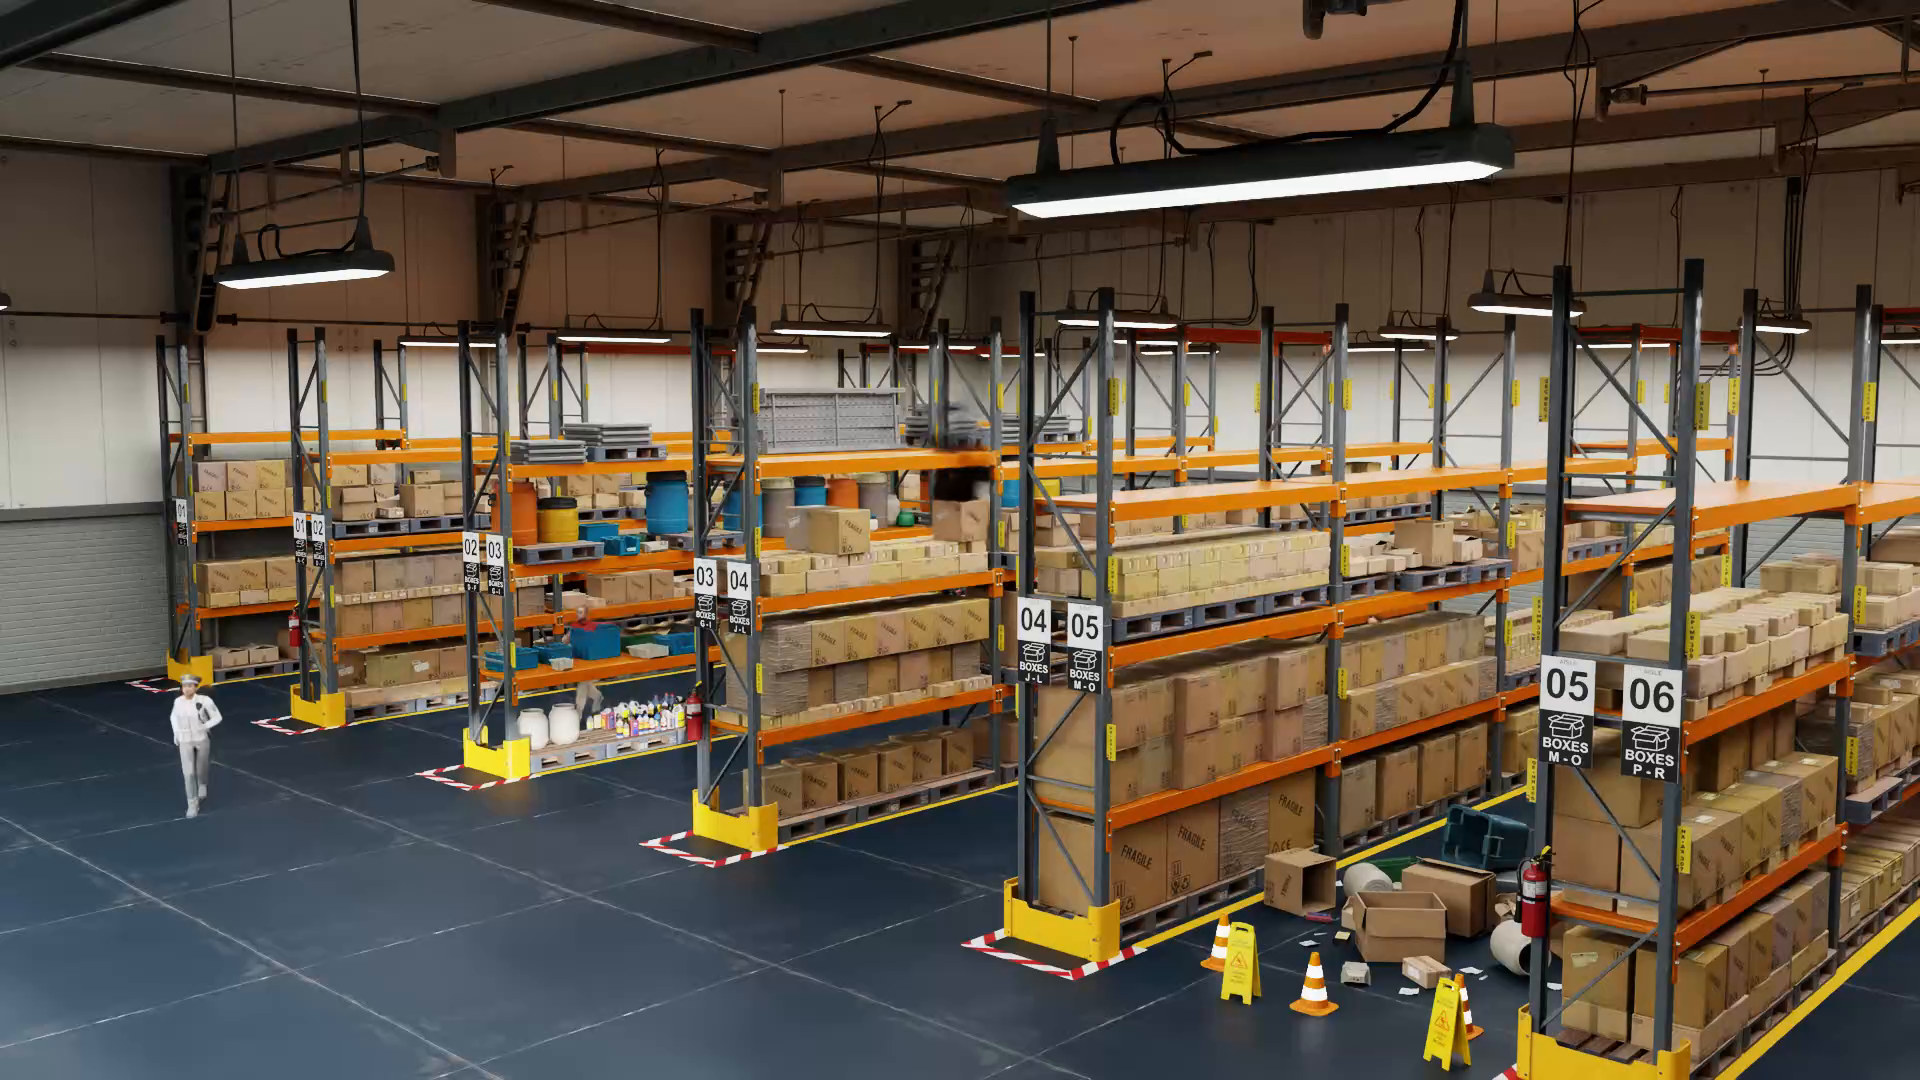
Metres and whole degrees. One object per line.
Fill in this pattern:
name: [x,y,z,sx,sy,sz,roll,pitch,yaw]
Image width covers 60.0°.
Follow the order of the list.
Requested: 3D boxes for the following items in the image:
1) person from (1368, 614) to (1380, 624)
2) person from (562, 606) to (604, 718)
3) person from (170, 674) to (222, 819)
person: [6.307,1.942,25.512,0.551,1.626,0.688,4,6,33]
person: [-5.807,1.877,25.662,0.659,1.737,0.967,3,6,29]
person: [-9.235,2.445,20.100,0.607,1.705,0.810,-1,6,-14]
